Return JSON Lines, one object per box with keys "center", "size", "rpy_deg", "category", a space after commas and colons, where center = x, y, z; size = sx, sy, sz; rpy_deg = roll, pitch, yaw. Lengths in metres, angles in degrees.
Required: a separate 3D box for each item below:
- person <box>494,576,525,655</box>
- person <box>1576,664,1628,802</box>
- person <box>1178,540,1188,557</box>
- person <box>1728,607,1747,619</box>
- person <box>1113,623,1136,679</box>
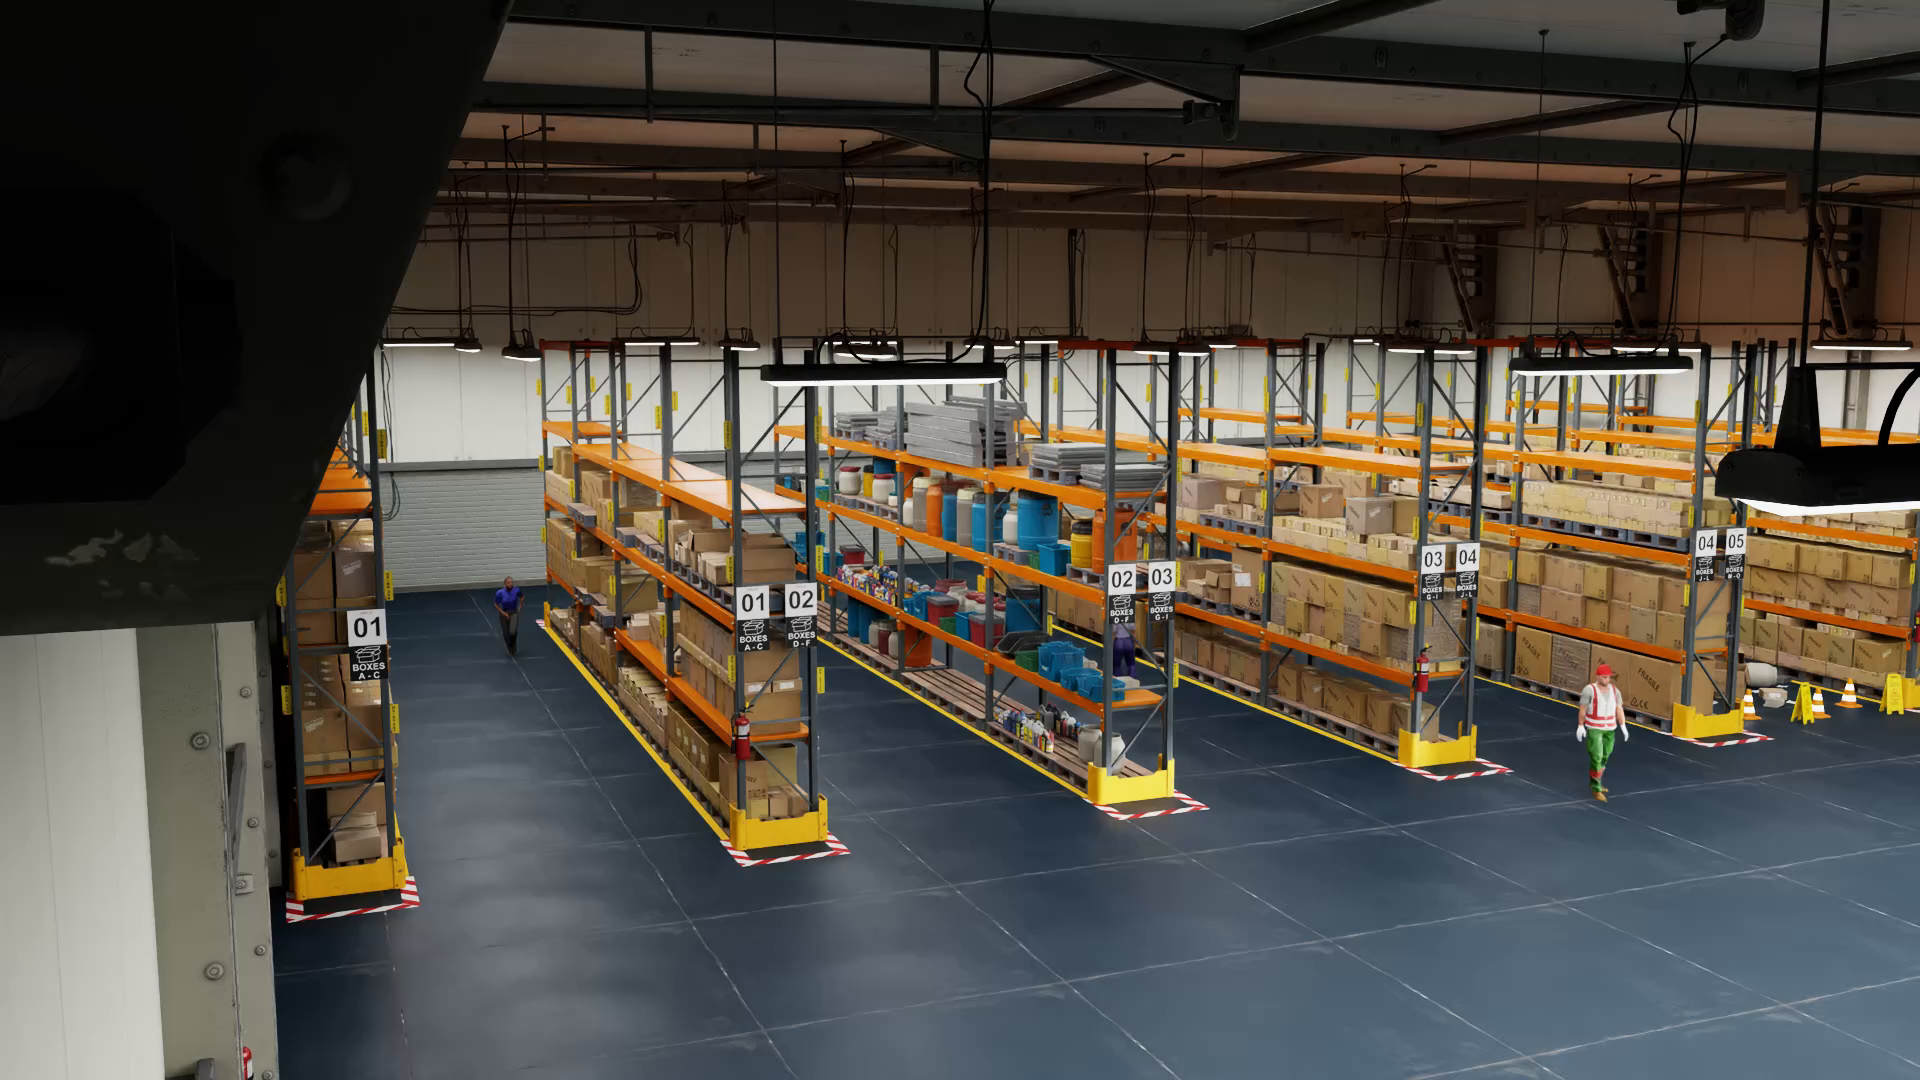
{"center": [-8.579, 1.443, 31.689], "size": [0.552, 1.568, 0.737], "rpy_deg": [-1, 8, -11], "category": "person"}
{"center": [8.606, 2.568, 22.292], "size": [0.623, 1.825, 0.596], "rpy_deg": [-1, 7, -6], "category": "person"}
{"center": [5.381, 0.096, 41.577], "size": [1.007, 1.609, 0.463], "rpy_deg": [-2, 8, -14], "category": "person"}
{"center": [15.777, 1.151, 33.556], "size": [0.591, 1.668, 0.737], "rpy_deg": [-5, 9, -35], "category": "person"}
{"center": [2.800, 1.855, 28.343], "size": [0.537, 1.623, 0.522], "rpy_deg": [-3, 8, -20], "category": "person"}
